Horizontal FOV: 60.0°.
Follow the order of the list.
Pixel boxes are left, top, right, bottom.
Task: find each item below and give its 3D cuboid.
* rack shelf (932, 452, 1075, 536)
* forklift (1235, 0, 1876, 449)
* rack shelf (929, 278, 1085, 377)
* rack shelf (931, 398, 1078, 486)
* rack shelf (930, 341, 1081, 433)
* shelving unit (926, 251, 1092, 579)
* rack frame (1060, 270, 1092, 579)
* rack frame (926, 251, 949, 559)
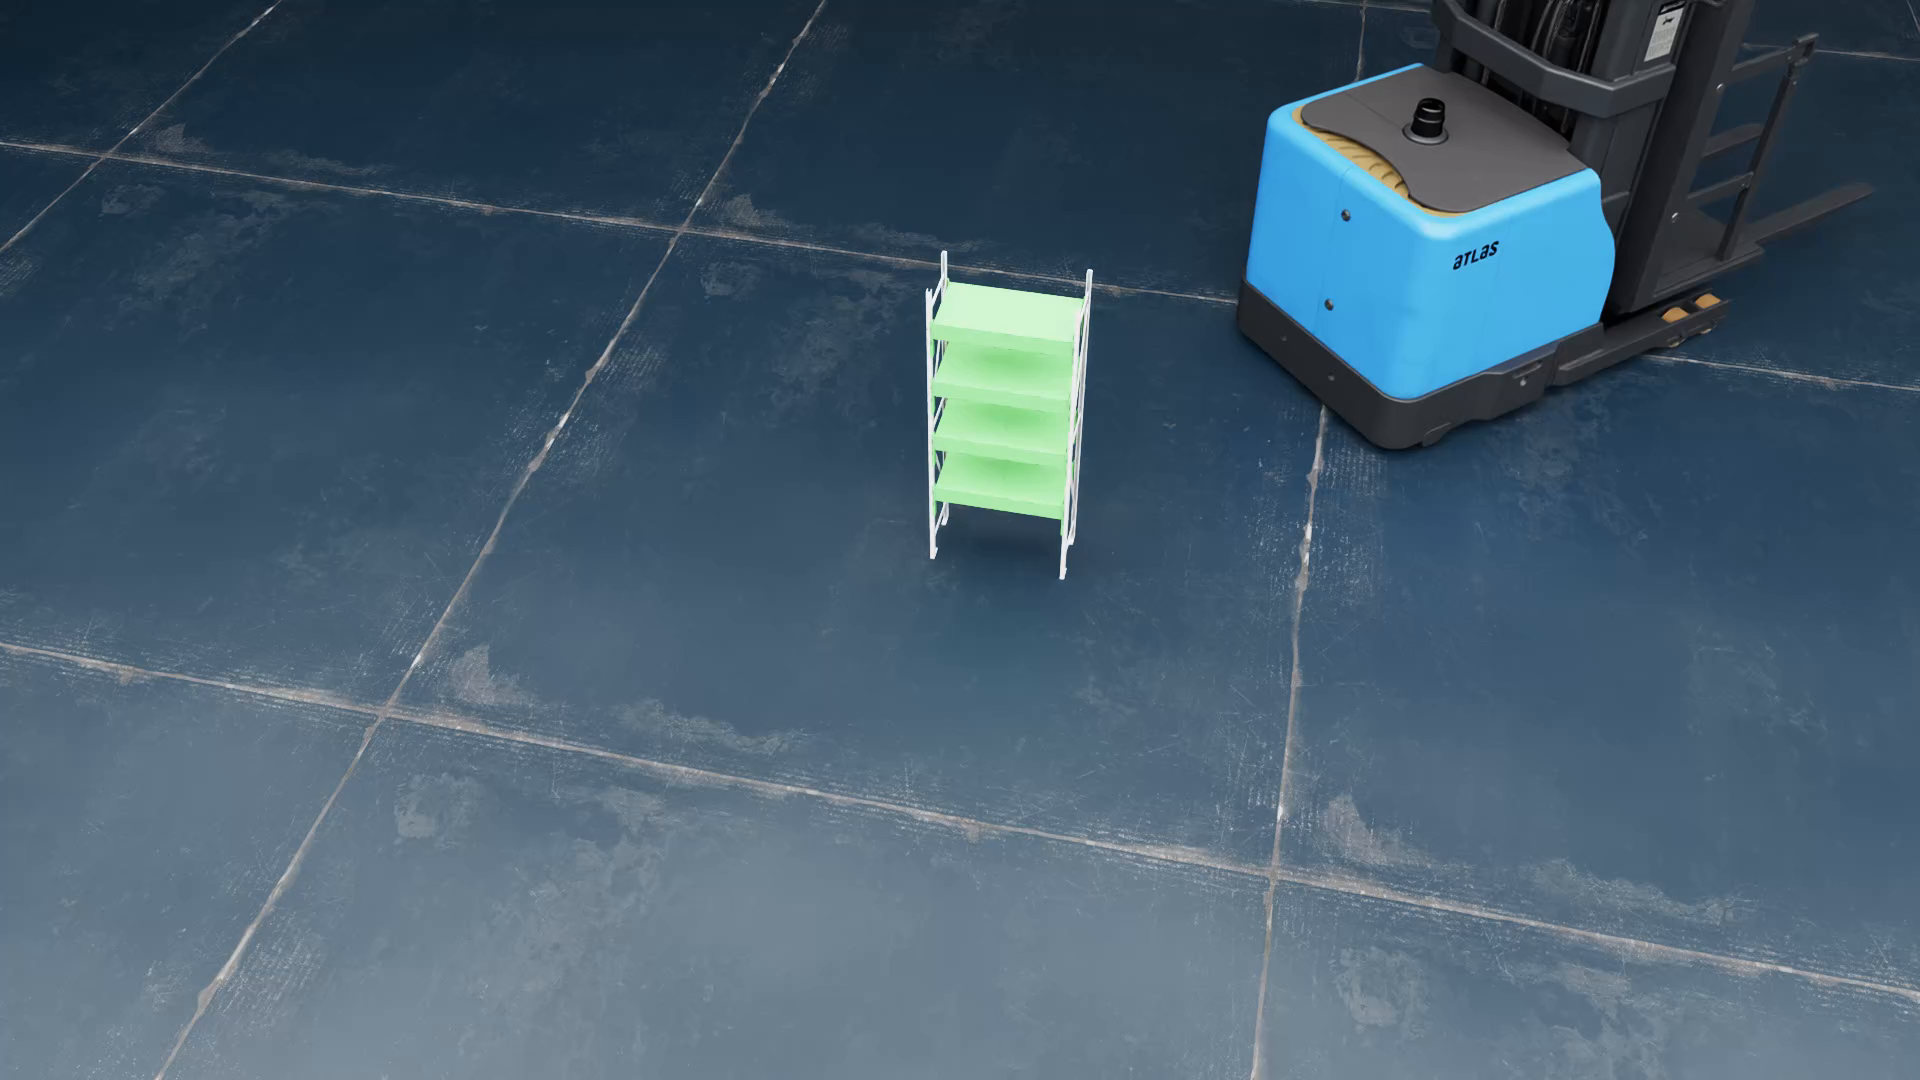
[{"bbox_3d":[0.162,-0.188,6.019,0.480,0.148,0.258,9,45,9],"label":"rack shelf"},{"bbox_3d":[2.712,-2.175,6.396,3.031,2.935,1.130,-22,48,-21],"label":"forklift"},{"bbox_3d":[0.162,-0.707,5.519,0.480,0.148,0.258,9,45,9],"label":"rack shelf"},{"bbox_3d":[0.162,-0.361,5.852,0.480,0.148,0.258,9,45,9],"label":"rack shelf"},{"bbox_3d":[0.162,-0.534,5.686,0.480,0.148,0.258,9,45,9],"label":"rack shelf"},{"bbox_3d":[0.162,-0.407,5.808,0.503,1.200,0.258,9,45,9],"label":"shelving unit"},{"bbox_3d":[0.400,-0.370,5.769,0.015,1.200,0.240,9,45,9],"label":"rack frame"},{"bbox_3d":[-0.077,-0.444,5.846,0.015,1.200,0.240,9,45,9],"label":"rack frame"}]
